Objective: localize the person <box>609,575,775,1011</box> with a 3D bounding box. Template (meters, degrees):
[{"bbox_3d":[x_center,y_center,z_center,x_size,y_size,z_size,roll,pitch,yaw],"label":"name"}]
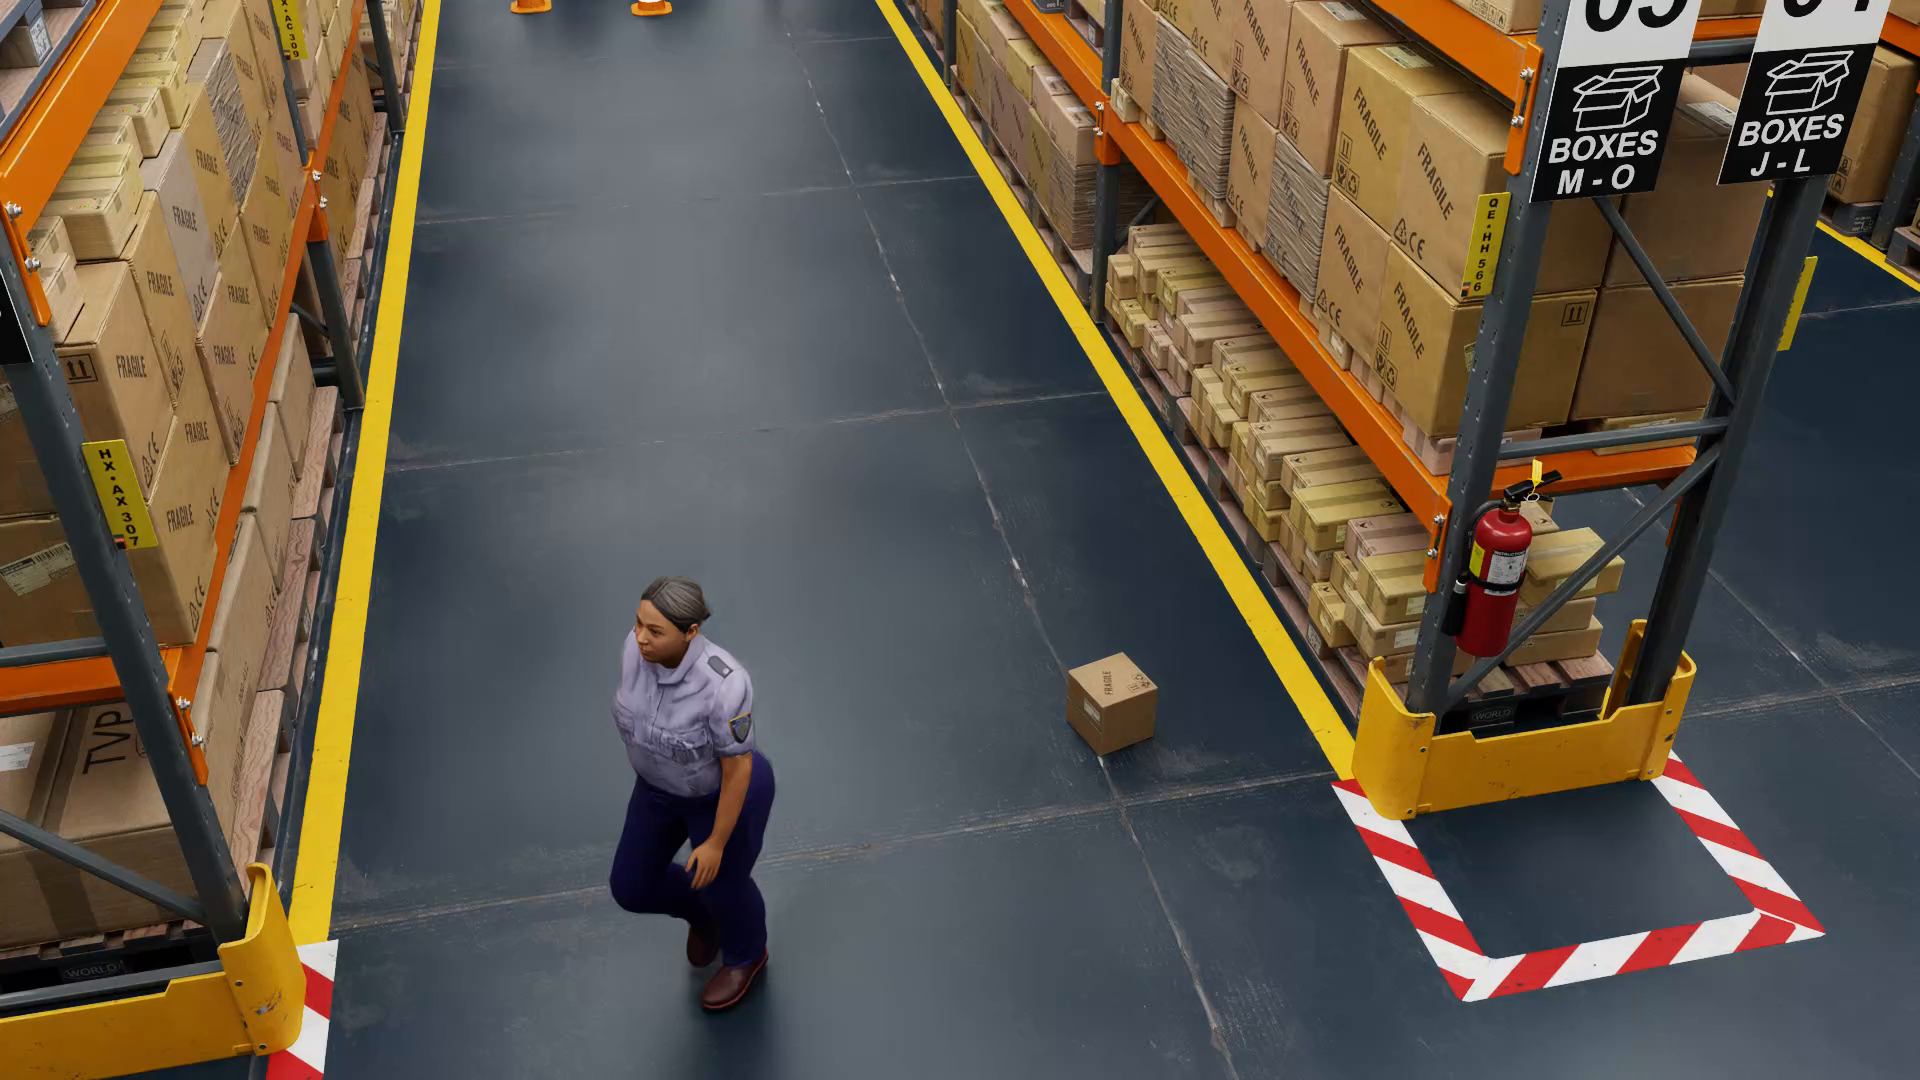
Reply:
[{"bbox_3d":[-0.818,0.779,5.004,0.540,1.648,0.446,19,39,25],"label":"person"}]
